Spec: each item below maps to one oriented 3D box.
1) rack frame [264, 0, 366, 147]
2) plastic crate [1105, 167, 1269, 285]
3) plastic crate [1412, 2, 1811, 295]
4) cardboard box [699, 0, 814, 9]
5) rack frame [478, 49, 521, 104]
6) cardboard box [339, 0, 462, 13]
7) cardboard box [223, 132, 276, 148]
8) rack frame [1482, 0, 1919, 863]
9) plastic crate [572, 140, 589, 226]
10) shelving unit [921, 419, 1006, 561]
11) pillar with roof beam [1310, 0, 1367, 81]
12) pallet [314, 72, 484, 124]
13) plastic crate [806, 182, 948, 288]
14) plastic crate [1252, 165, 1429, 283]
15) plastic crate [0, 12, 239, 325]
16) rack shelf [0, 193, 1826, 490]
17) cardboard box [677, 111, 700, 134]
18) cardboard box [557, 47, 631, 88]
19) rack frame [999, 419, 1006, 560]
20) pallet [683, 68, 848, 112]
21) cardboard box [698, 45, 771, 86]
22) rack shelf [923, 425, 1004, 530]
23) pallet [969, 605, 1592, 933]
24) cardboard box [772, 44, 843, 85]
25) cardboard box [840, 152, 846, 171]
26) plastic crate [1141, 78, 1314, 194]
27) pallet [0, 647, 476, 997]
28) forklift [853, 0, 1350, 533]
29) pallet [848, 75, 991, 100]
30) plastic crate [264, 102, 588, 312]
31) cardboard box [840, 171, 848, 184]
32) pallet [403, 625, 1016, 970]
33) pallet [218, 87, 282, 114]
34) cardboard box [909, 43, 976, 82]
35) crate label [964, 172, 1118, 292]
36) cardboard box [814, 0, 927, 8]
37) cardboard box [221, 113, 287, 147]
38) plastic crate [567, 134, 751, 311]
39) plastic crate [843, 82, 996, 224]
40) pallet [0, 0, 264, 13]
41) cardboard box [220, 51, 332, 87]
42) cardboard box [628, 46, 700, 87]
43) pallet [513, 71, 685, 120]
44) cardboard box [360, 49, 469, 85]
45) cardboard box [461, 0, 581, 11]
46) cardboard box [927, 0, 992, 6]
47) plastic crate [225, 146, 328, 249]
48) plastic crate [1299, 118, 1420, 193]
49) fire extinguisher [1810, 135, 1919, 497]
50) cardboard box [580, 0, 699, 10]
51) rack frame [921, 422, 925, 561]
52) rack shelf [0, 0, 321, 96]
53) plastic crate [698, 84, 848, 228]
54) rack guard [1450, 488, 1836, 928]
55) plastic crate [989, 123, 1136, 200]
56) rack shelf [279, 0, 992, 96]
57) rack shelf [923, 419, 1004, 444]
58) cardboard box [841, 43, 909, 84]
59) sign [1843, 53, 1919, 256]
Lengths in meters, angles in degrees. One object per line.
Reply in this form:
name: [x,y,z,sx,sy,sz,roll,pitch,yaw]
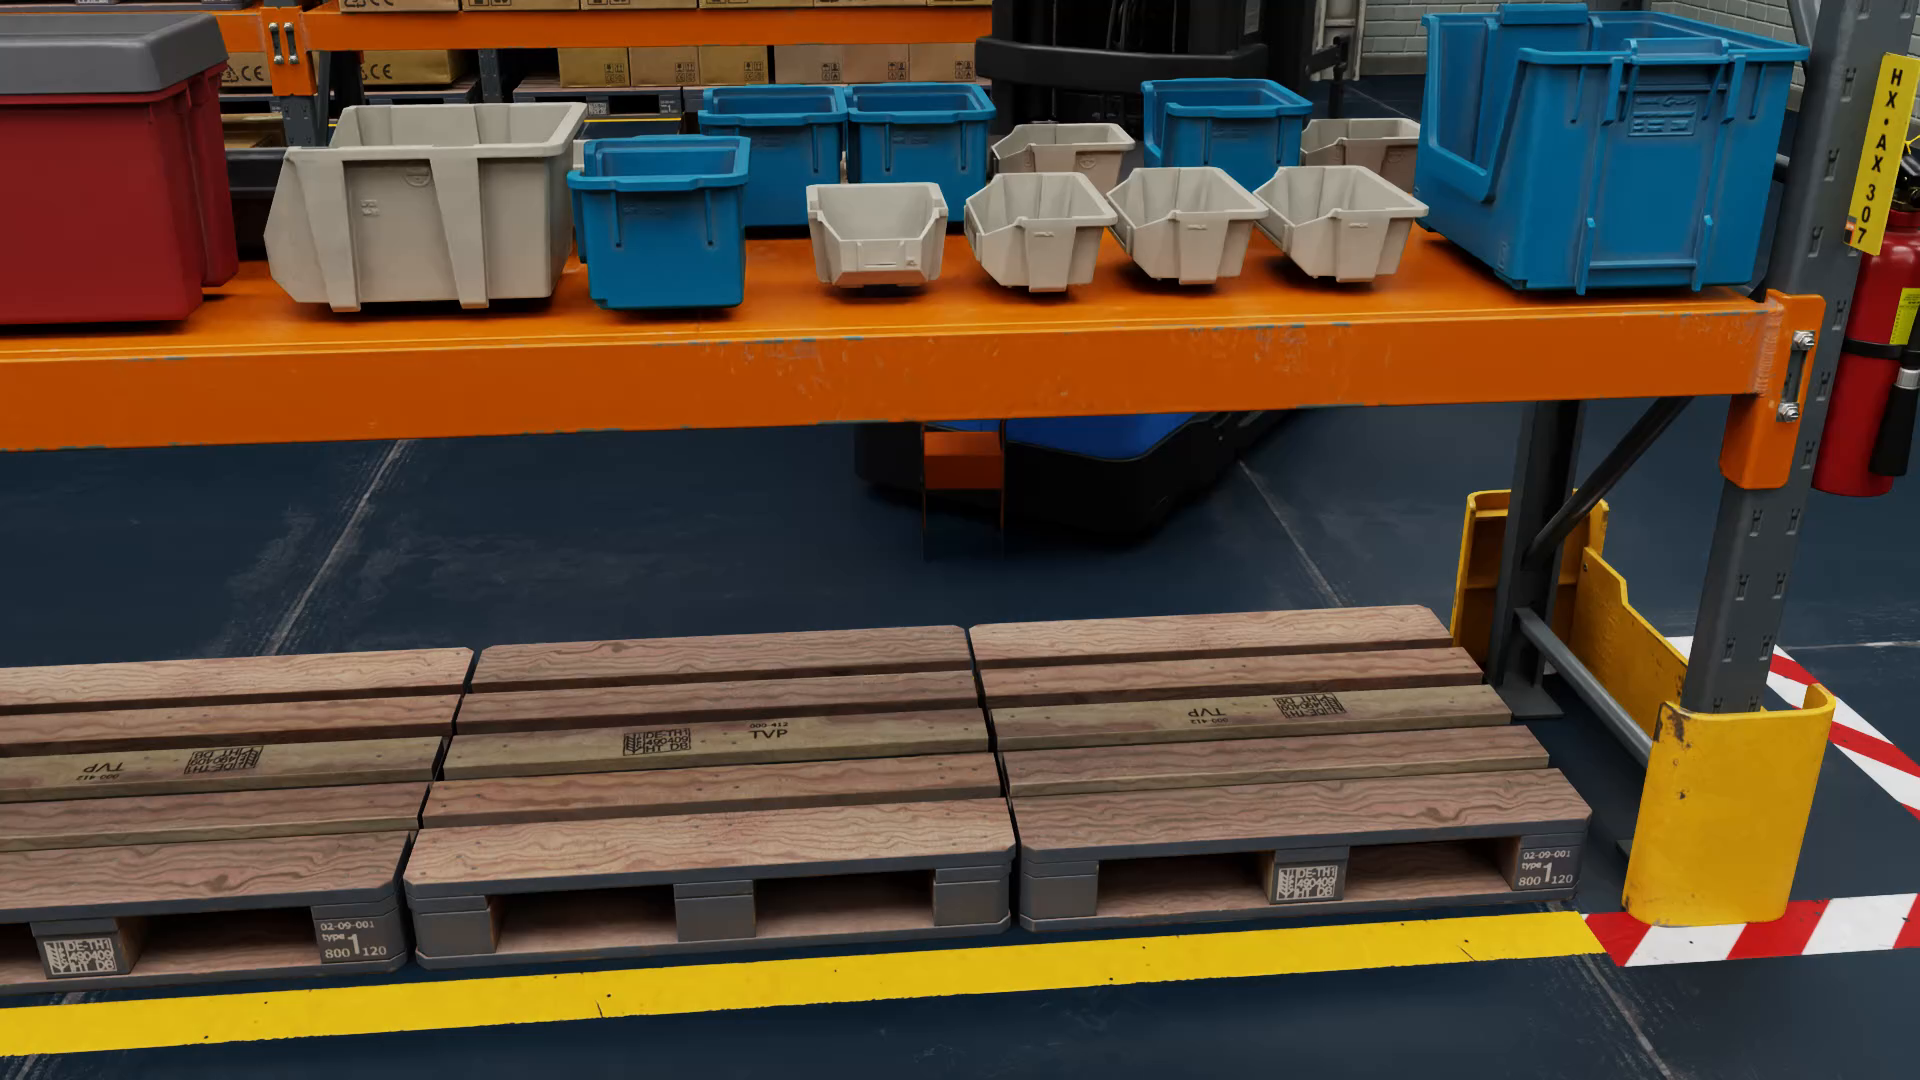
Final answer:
rack frame: [-2.966,-2.645,7.507,0.127,3.000,1.000,-2,24,-5]
plastic crate: [0.414,-0.598,3.152,0.243,0.136,0.396,-2,24,-5]
plastic crate: [1.183,-0.757,3.142,0.499,0.435,0.616,-2,24,-5]
cardboard box: [-0.919,-2.662,7.424,0.500,0.500,0.500,-3,24,-6]
rack frame: [-3.457,-4.647,12.012,0.127,3.000,1.000,-2,24,-5]
cardboard box: [-2.432,-2.601,7.285,0.500,0.500,0.500,-2,24,-4]
cardboard box: [-3.429,-1.568,7.621,0.500,0.500,0.500,-2,24,-5]
rack frame: [1.498,-0.802,3.362,0.127,3.000,1.000,-2,24,-5]
plastic crate: [-0.779,-0.740,3.473,0.466,0.136,0.293,-2,24,-5]
shelving unit: [0.008,-0.457,4.985,0.252,1.050,0.215,-1,24,-2]
pillar with roof beam: [3.549,-6.265,8.267,0.400,9.000,9.100,-2,24,-5]
pallet: [-4.217,-3.311,12.440,1.213,0.211,1.003,-2,24,-5]
plastic crate: [-0.153,-0.557,3.062,0.250,0.136,0.298,-2,24,-5]
plastic crate: [0.704,-0.603,3.165,0.243,0.136,0.396,-2,24,-5]
plastic crate: [-1.570,-0.633,2.829,0.583,0.464,0.402,-2,24,-5]
rack shelf: [-0.493,-0.394,3.328,4.000,0.370,1.077,-2,24,-5]
cardboard box: [-1.097,-1.782,8.098,0.637,0.503,0.797,-2,24,-5]
cardboard box: [-2.702,-3.685,12.408,0.500,0.500,0.700,-2,24,-4]
rack frame: [0.130,-0.458,4.989,0.008,1.050,0.200,-1,24,-2]
pallet: [-1.475,-3.421,12.688,1.213,0.211,1.003,-2,24,-5]
cardboard box: [-1.691,-3.723,12.494,0.500,0.500,0.700,-2,24,-4]
rack shelf: [0.008,-0.193,5.102,0.240,0.259,0.215,-1,24,-2]
pallet: [0.673,0.489,3.889,1.213,0.211,1.003,-2,24,-5]
cardboard box: [-1.161,-3.747,12.549,0.500,0.500,0.700,-3,24,-7]
cardboard box: [-0.549,-1.802,8.455,0.500,0.250,0.500,-2,24,-5]
plastic crate: [0.565,-0.850,3.602,0.300,0.233,0.416,-2,24,-5]
pallet: [-1.755,0.587,3.670,1.213,0.211,1.003,-2,24,-5]
forklift: [0.815,-1.917,5.954,1.130,2.935,3.031,13,27,27]
pallet: [-0.264,-3.469,12.794,1.213,0.211,1.003,-2,24,-5]
plastic crate: [-0.945,-0.602,2.984,0.530,0.282,0.437,-2,24,-5]
cardboard box: [-0.451,-1.602,8.005,0.500,0.250,0.500,-2,24,-5]
pallet: [-0.538,0.537,3.783,1.213,0.211,1.003,-2,24,-5]
pallet: [-5.434,-3.261,12.328,1.213,0.211,1.003,-2,24,-5]
cardboard box: [-0.163,-3.788,12.639,0.500,0.500,0.700,-2,24,-5]
crate label: [0.139,-0.577,3.105,0.243,0.136,0.396,-2,24,-5]
cardboard box: [-0.417,-2.682,7.469,0.500,0.500,0.500,-2,24,-5]
cardboard box: [-3.471,-1.783,8.104,0.500,0.500,0.500,-3,24,-8]
plastic crate: [-0.521,-0.567,2.966,0.300,0.233,0.416,-2,24,-5]
plastic crate: [-0.091,-0.824,3.542,0.300,0.233,0.416,-2,24,-5]
pallet: [-3.772,-2.569,7.574,1.213,0.211,1.003,-2,24,-5]
cardboard box: [-4.975,-3.741,12.104,0.750,0.750,0.750,-2,24,-4]
cardboard box: [-2.202,-3.704,12.450,0.500,0.500,0.700,-3,24,-6]
pallet: [-2.692,-3.371,12.575,1.213,0.211,1.003,-2,24,-5]
cardboard box: [-4.091,-3.778,12.186,0.750,0.750,0.750,-2,24,-5]
cardboard box: [-1.923,-2.622,7.334,0.500,0.500,0.500,-2,24,-4]
cardboard box: [0.080,-2.700,7.509,0.500,0.500,0.500,-2,24,-5]
plastic crate: [-1.395,-0.697,3.391,0.590,0.125,0.437,-2,24,-5]
plastic crate: [0.892,-0.853,3.727,0.298,0.136,0.250,-2,24,-5]
fire extinguisher: [1.693,-0.419,3.053,0.183,0.674,0.296,-2,24,-5]
cardboard box: [-1.425,-2.641,7.377,0.500,0.500,0.500,-2,24,-5]
rack frame: [-0.114,-0.455,4.982,0.008,1.050,0.200,-1,24,-2]
rack shelf: [-4.956,-2.236,7.474,4.000,0.370,1.077,-2,24,-5]
plastic crate: [-0.389,-0.812,3.515,0.300,0.233,0.416,-2,24,-5]
rack guard: [1.520,0.334,3.883,0.348,0.500,1.175,-2,24,-5]
plastic crate: [0.217,-0.826,3.666,0.298,0.136,0.250,-2,24,-5]
rack shelf: [-0.976,-2.396,7.833,4.000,0.370,1.077,-2,24,-5]
rack shelf: [0.008,-0.447,4.990,0.240,0.259,0.215,-1,24,-2]
cardboard box: [-0.661,-3.768,12.594,0.500,0.500,0.700,-2,24,-5]
sign: [1.568,-0.655,2.830,0.005,0.325,0.100,-2,24,-5]
